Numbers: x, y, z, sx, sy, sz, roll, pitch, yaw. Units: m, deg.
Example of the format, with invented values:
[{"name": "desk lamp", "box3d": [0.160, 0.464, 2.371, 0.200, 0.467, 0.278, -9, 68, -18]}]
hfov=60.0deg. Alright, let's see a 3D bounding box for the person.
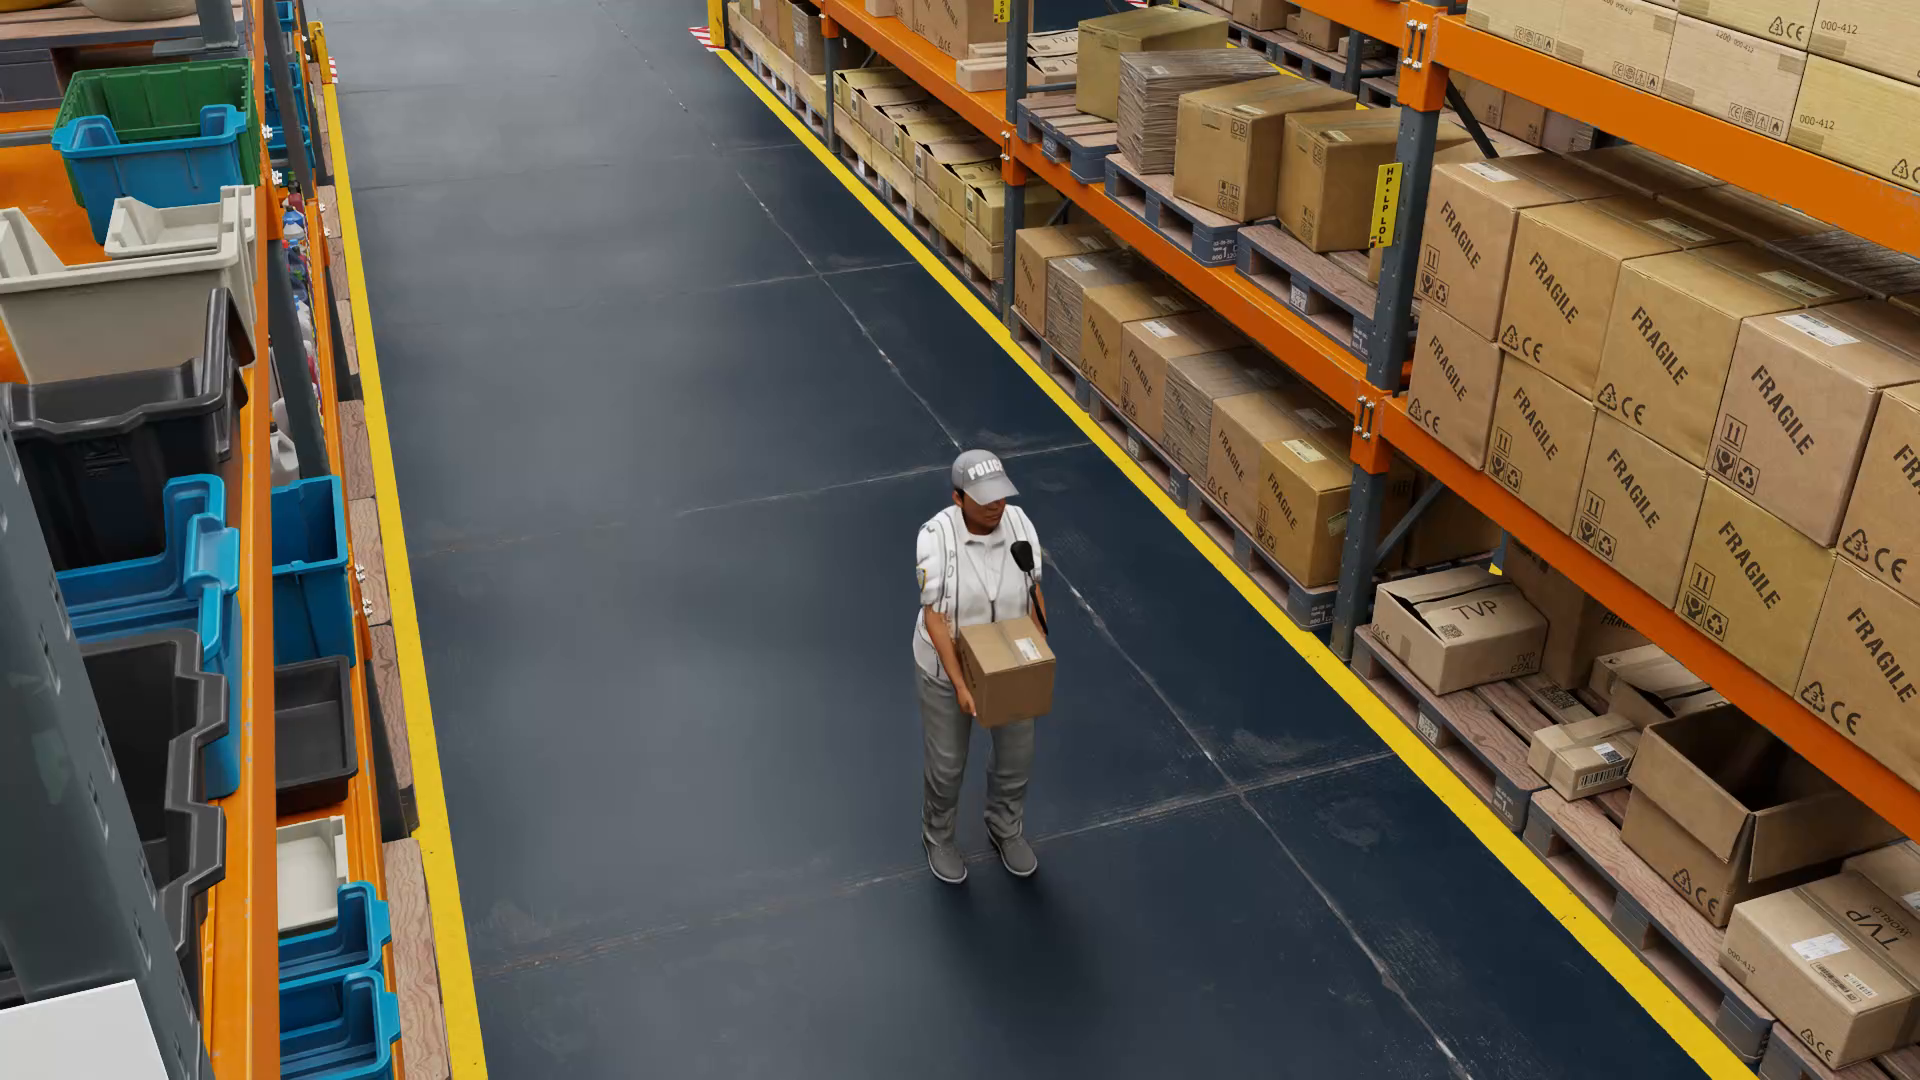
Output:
[{"name": "person", "box3d": [0.089, 0.474, 5.817, 0.452, 1.663, 0.540, -11, 32, -18]}]
